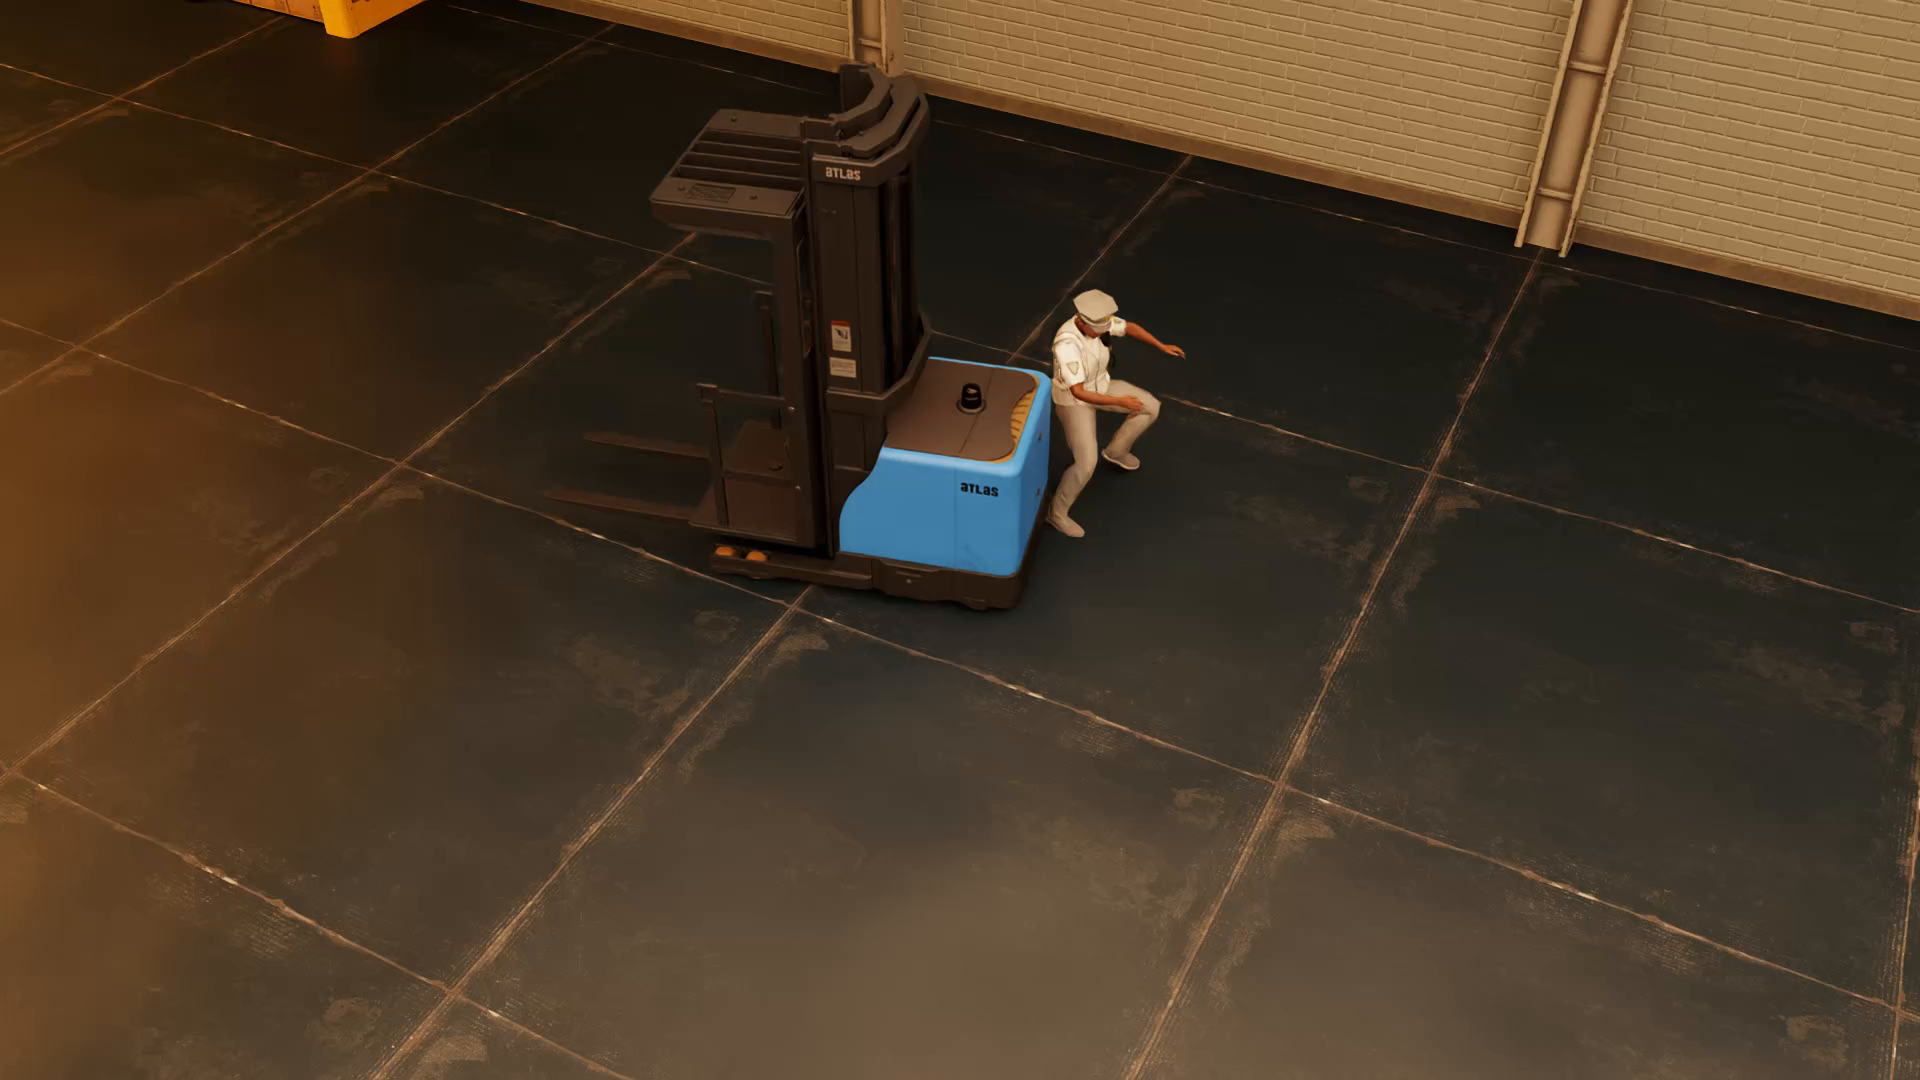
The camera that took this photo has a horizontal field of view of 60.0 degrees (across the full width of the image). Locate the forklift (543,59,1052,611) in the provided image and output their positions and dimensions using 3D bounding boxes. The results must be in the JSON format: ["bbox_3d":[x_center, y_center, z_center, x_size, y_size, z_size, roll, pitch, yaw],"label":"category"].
[{"bbox_3d":[-1.021,-1.209,9.422,3.031,2.935,1.130,9,41,10],"label":"forklift"}]

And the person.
[{"bbox_3d":[0.893,-0.831,10.149,0.737,1.455,0.916,32,49,32],"label":"person"}]
